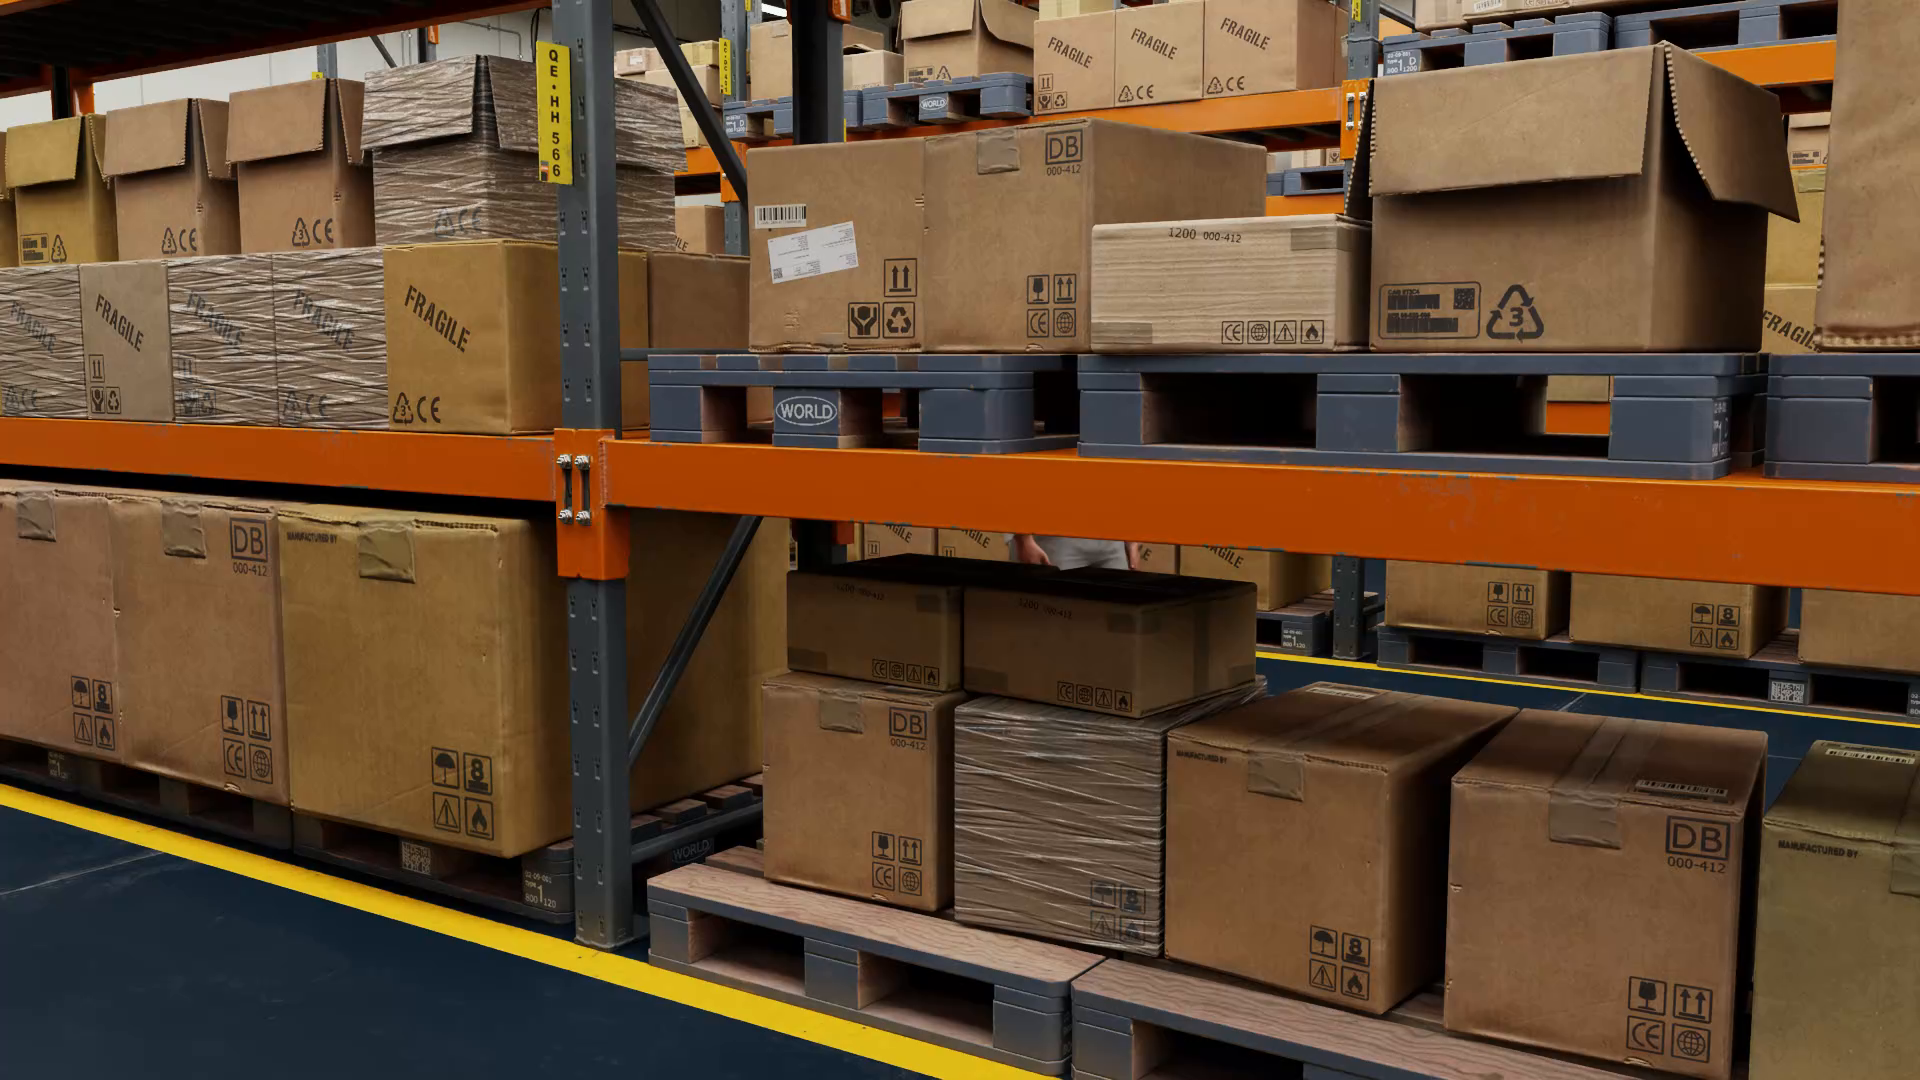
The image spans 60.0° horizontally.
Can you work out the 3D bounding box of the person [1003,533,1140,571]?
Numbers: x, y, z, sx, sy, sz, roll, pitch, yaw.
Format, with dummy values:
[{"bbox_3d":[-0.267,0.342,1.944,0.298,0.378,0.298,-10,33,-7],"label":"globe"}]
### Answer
[{"bbox_3d":[0.381,0.005,5.696,0.584,1.747,0.435,-5,8,-40],"label":"person"}]
